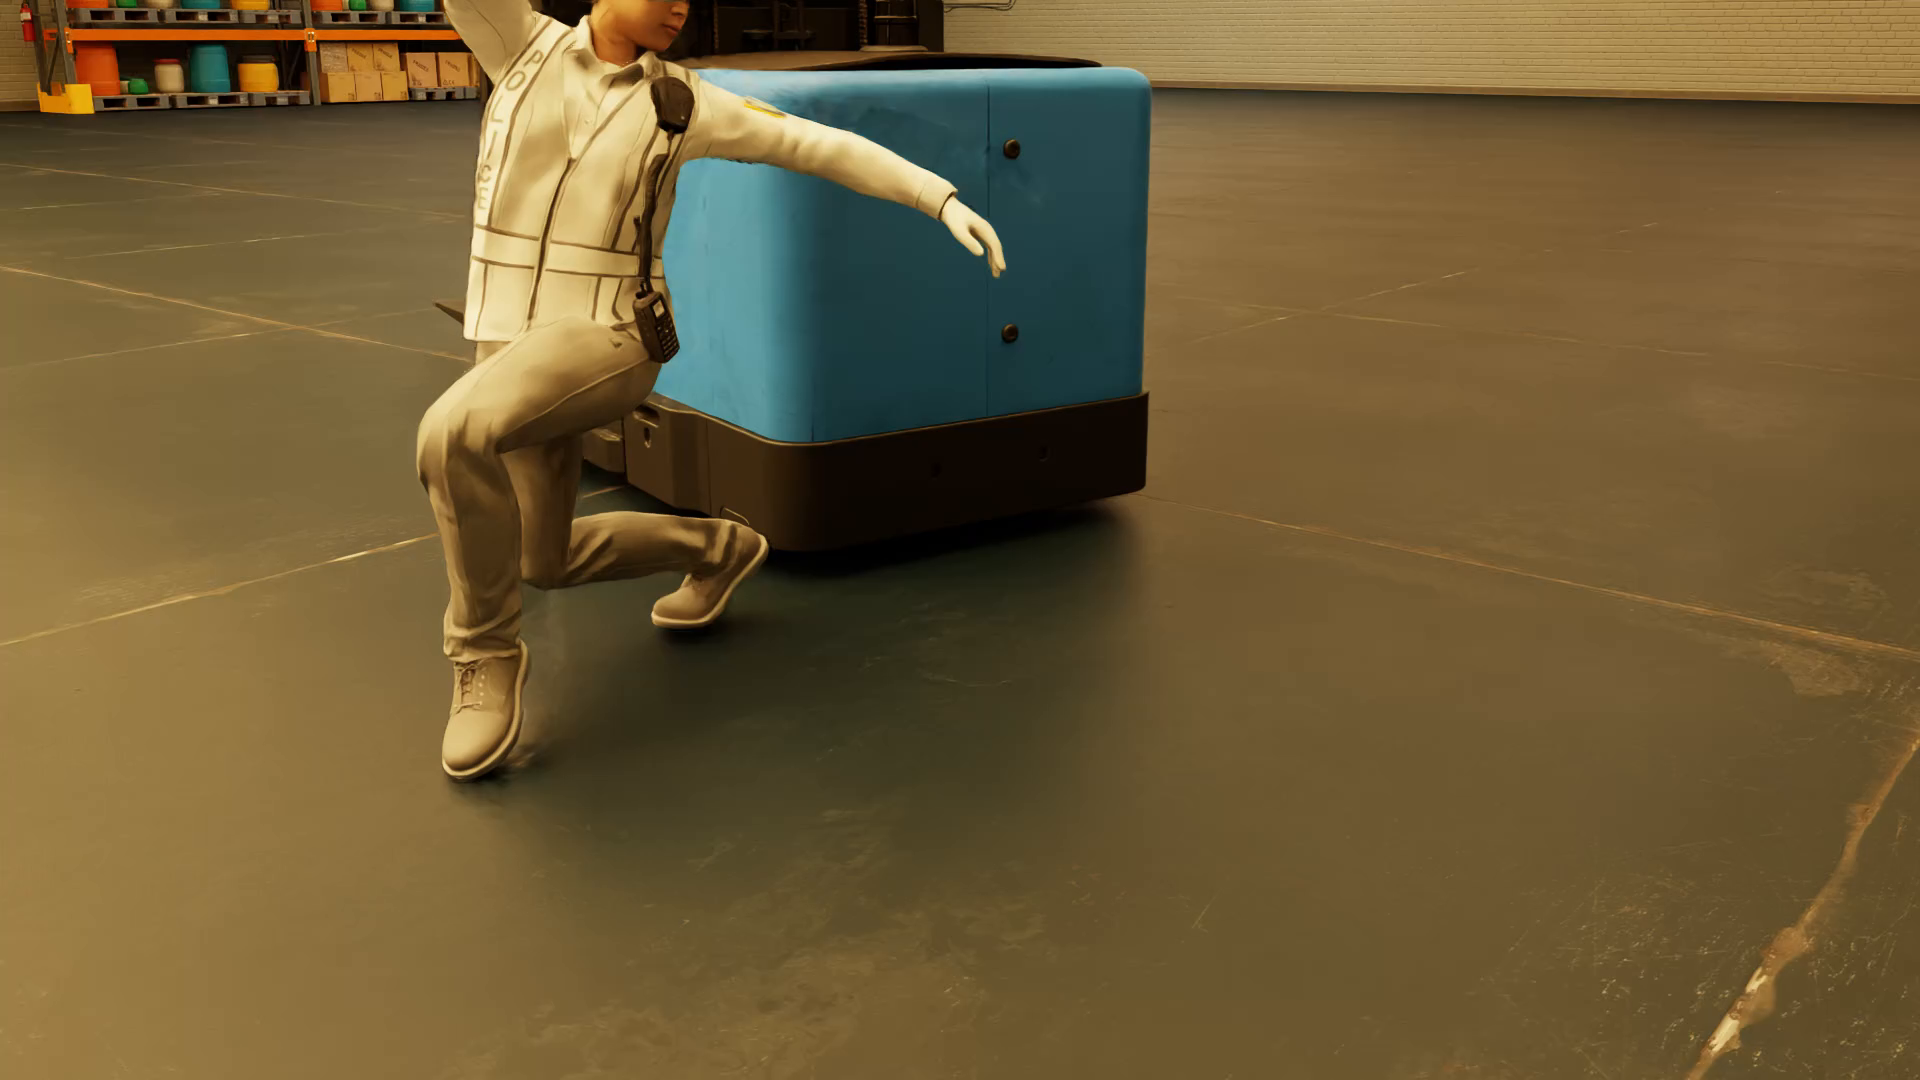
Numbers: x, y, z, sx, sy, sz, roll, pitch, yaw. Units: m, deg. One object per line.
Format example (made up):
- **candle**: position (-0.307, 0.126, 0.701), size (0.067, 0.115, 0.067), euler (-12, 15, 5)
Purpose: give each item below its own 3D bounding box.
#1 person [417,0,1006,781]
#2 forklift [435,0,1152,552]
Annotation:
- **person**: position (-0.443, -0.377, 2.806), size (0.893, 1.377, 0.926), euler (5, 18, 17)
- **forklift**: position (-0.777, -1.744, 4.642), size (1.130, 2.935, 3.031), euler (-11, 20, -32)
